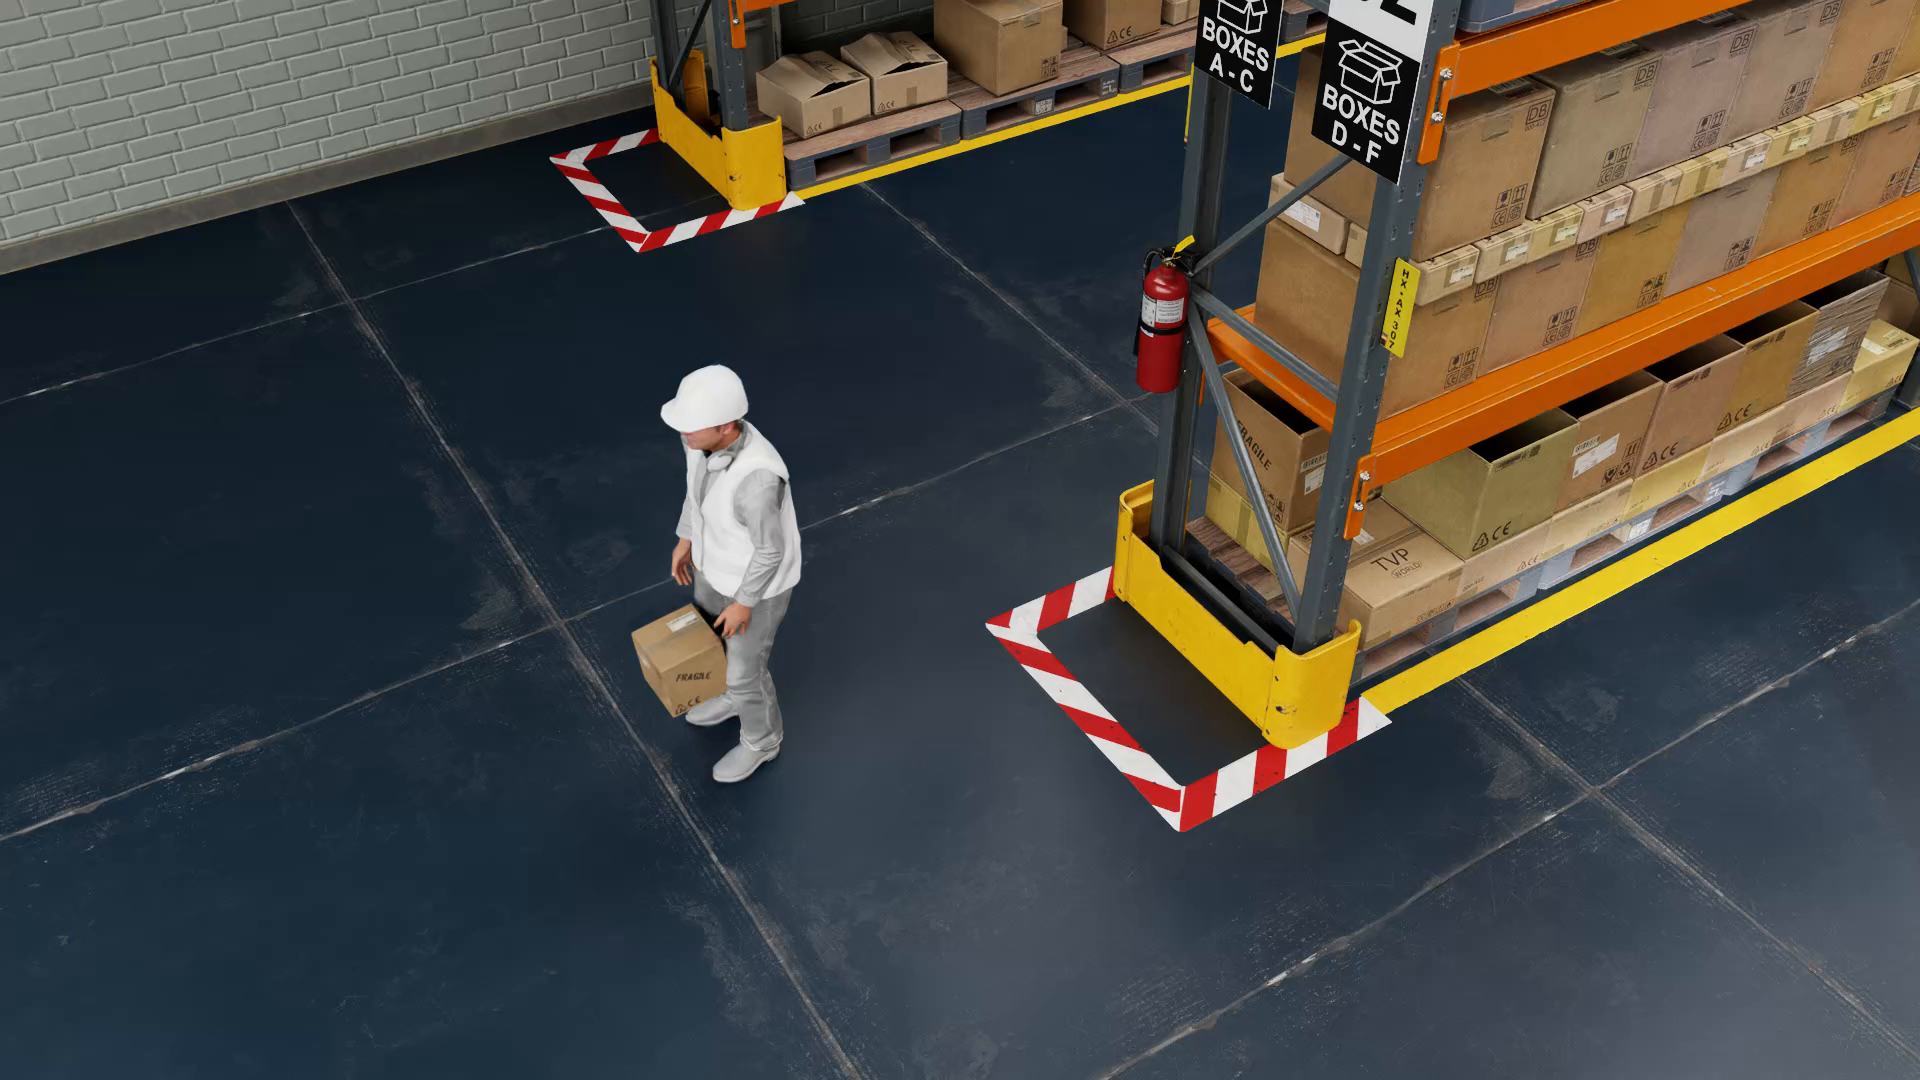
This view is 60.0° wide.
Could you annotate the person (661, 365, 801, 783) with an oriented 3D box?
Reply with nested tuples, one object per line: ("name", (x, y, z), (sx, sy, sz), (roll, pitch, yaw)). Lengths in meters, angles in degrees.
("person", (-0.815, 0.111, 6.003), (0.472, 1.777, 0.558), (-24, 46, -25))
